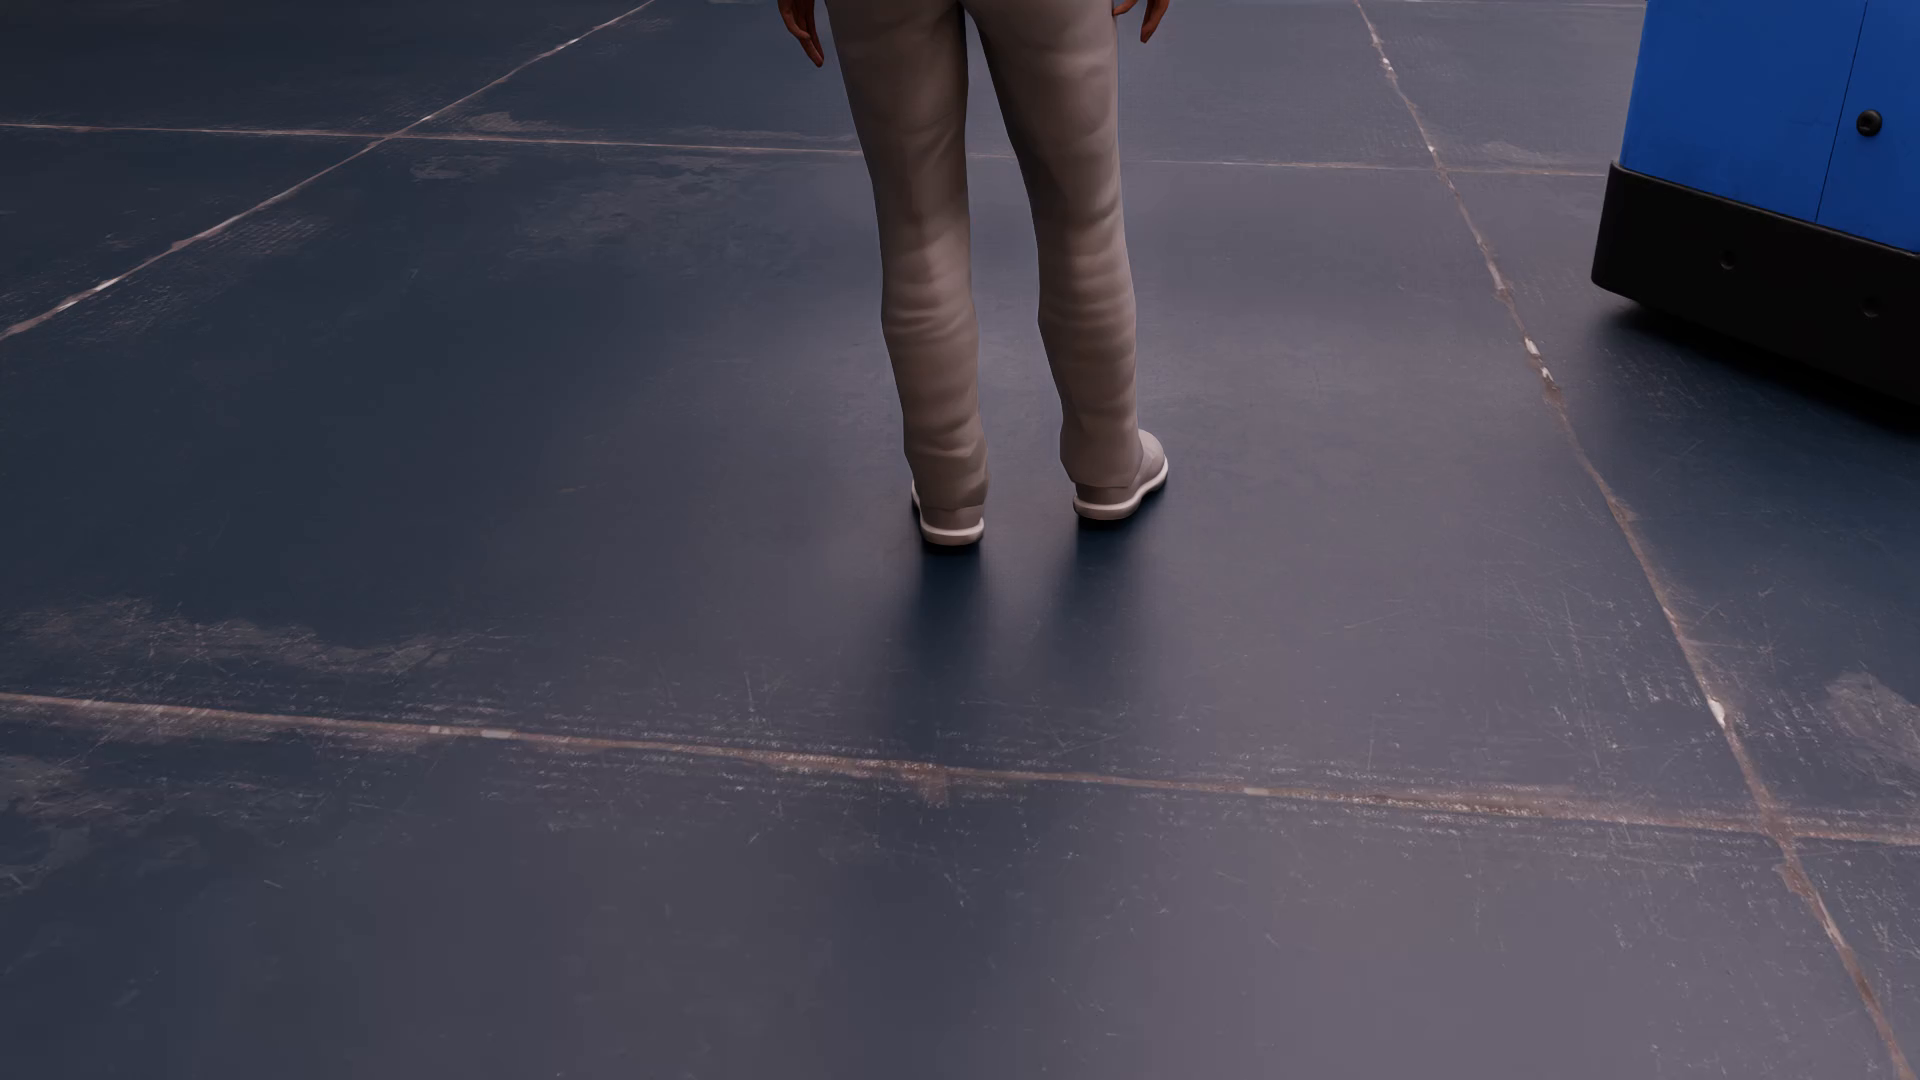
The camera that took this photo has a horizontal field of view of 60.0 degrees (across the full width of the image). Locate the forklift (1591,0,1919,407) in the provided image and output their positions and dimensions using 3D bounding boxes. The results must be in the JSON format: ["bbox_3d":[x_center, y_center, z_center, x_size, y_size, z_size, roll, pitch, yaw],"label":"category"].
[{"bbox_3d":[2.846,-1.878,2.980,3.031,2.935,1.130,-12,29,-23],"label":"forklift"}]

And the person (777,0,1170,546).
[{"bbox_3d":[0.029,-0.796,2.183,0.570,1.692,0.530,3,27,7],"label":"person"}]
